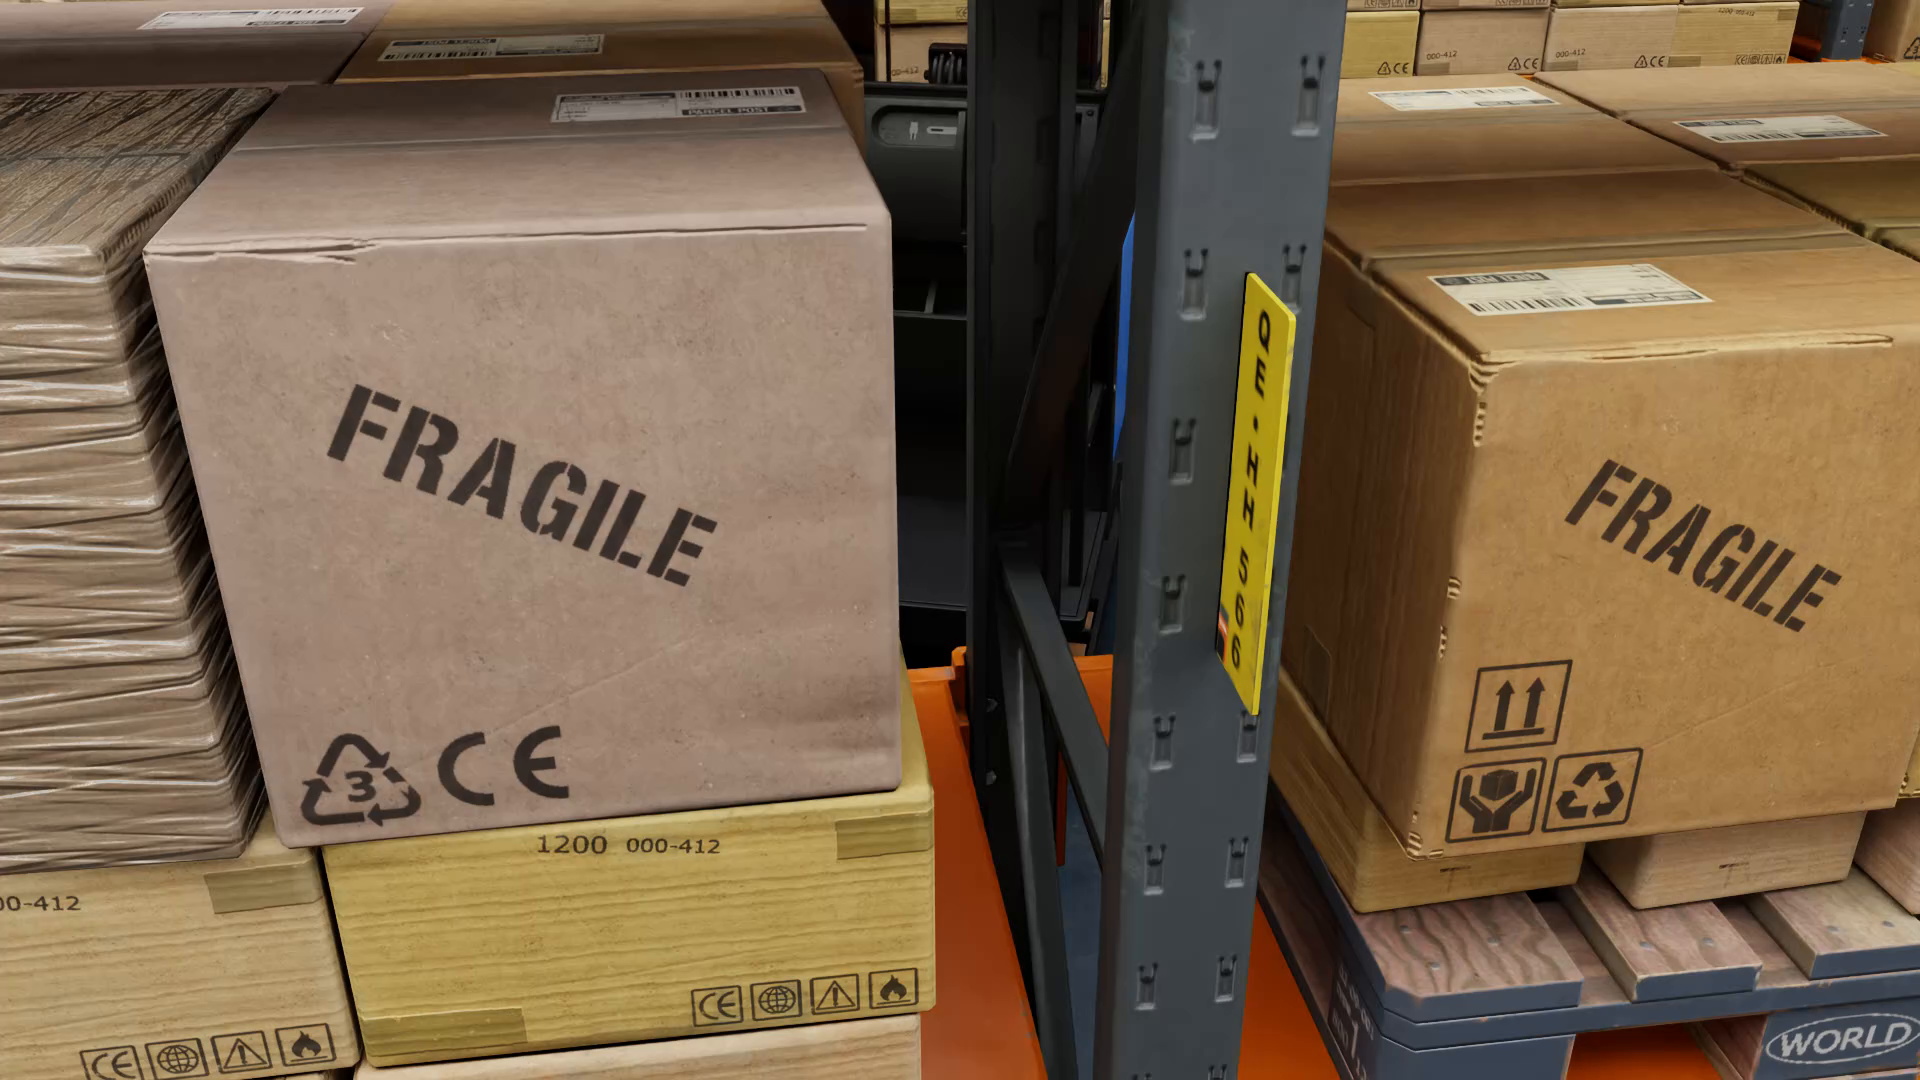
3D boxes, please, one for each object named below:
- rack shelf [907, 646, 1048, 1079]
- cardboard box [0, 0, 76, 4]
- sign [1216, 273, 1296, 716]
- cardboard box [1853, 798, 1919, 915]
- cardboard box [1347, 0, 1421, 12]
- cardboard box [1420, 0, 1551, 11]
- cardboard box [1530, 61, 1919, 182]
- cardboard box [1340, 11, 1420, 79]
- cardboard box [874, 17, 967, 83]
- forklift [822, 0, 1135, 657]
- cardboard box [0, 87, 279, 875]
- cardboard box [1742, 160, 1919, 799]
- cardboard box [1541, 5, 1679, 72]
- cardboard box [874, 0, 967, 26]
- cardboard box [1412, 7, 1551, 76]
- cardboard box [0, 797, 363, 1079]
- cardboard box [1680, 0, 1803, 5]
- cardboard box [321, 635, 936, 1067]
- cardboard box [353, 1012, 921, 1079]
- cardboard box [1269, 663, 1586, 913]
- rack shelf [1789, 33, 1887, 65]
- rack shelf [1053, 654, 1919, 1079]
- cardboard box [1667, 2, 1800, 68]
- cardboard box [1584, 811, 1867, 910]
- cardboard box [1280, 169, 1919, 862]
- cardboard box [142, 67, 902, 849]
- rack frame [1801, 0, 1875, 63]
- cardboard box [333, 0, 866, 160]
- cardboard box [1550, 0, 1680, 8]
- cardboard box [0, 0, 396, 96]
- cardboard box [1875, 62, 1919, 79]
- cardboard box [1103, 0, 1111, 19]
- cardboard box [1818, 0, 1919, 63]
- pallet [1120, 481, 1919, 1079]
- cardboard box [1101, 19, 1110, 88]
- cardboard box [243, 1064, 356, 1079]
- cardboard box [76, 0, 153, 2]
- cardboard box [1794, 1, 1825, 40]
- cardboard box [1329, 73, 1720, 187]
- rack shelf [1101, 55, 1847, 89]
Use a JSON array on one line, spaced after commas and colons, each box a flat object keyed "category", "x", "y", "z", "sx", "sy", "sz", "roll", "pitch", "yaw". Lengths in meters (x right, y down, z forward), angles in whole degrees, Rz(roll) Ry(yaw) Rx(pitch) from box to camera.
[{"category": "rack shelf", "x": -1.840, "y": 0.682, "z": 1.923, "sx": 4.000, "sy": 0.370, "sz": 1.077, "roll": -4, "pitch": 27, "yaw": -7}, {"category": "cardboard box", "x": -3.087, "y": -1.797, "z": 5.653, "sx": 0.258, "sy": 0.266, "sz": 0.396, "roll": -2, "pitch": 27, "yaw": -5}, {"category": "sign", "x": 0.221, "y": -0.030, "z": 1.254, "sx": 0.005, "sy": 0.325, "sz": 0.100, "roll": -4, "pitch": 27, "yaw": -7}, {"category": "cardboard box", "x": 1.050, "y": 0.224, "z": 1.844, "sx": 0.250, "sy": 0.149, "sz": 0.380, "roll": -5, "pitch": 28, "yaw": -10}, {"category": "cardboard box", "x": 1.437, "y": -2.183, "z": 6.335, "sx": 0.500, "sy": 0.250, "sz": 0.500, "roll": -3, "pitch": 27, "yaw": -6}, {"category": "cardboard box", "x": 1.940, "y": -2.207, "z": 6.381, "sx": 0.500, "sy": 0.250, "sz": 0.500, "roll": -3, "pitch": 27, "yaw": -6}, {"category": "cardboard box", "x": 1.062, "y": -0.322, "z": 2.195, "sx": 0.500, "sy": 0.500, "sz": 0.500, "roll": -4, "pitch": 27, "yaw": -8}, {"category": "cardboard box", "x": 1.440, "y": -1.958, "z": 6.444, "sx": 0.500, "sy": 0.250, "sz": 0.500, "roll": -3, "pitch": 27, "yaw": -5}, {"category": "cardboard box", "x": -0.082, "y": -1.860, "z": 6.254, "sx": 0.500, "sy": 0.250, "sz": 0.500, "roll": -4, "pitch": 27, "yaw": -7}, {"category": "forklift", "x": -0.112, "y": -1.023, "z": 4.532, "sx": 1.130, "sy": 2.935, "sz": 3.031, "roll": 5, "pitch": 28, "yaw": 9}, {"category": "cardboard box", "x": -0.842, "y": -0.067, "z": 1.391, "sx": 0.500, "sy": 0.500, "sz": 0.500, "roll": -3, "pitch": 27, "yaw": -6}, {"category": "cardboard box", "x": 1.133, "y": -0.089, "z": 1.743, "sx": 0.500, "sy": 0.500, "sz": 0.500, "roll": -2, "pitch": 27, "yaw": -4}, {"category": "cardboard box", "x": 2.446, "y": -2.012, "z": 6.550, "sx": 0.500, "sy": 0.250, "sz": 0.500, "roll": -4, "pitch": 27, "yaw": -7}, {"category": "cardboard box", "x": -0.078, "y": -2.071, "z": 6.118, "sx": 0.500, "sy": 0.250, "sz": 0.500, "roll": -4, "pitch": 27, "yaw": -7}, {"category": "cardboard box", "x": 1.950, "y": -1.994, "z": 6.515, "sx": 0.500, "sy": 0.250, "sz": 0.500, "roll": -4, "pitch": 27, "yaw": -7}, {"category": "cardboard box", "x": -0.811, "y": 0.259, "z": 1.576, "sx": 0.500, "sy": 0.250, "sz": 0.500, "roll": -4, "pitch": 27, "yaw": -8}, {"category": "cardboard box", "x": 2.955, "y": -2.272, "z": 6.510, "sx": 0.500, "sy": 0.250, "sz": 0.500, "roll": -4, "pitch": 27, "yaw": -8}, {"category": "cardboard box", "x": -0.304, "y": 0.225, "z": 1.643, "sx": 0.500, "sy": 0.250, "sz": 0.500, "roll": -4, "pitch": 27, "yaw": -7}, {"category": "cardboard box", "x": -0.325, "y": 0.451, "z": 1.750, "sx": 0.500, "sy": 0.250, "sz": 0.500, "roll": -5, "pitch": 28, "yaw": -9}, {"category": "cardboard box", "x": 0.488, "y": 0.223, "z": 1.845, "sx": 0.250, "sy": 0.149, "sz": 0.380, "roll": -5, "pitch": 28, "yaw": -10}, {"category": "rack shelf", "x": 5.386, "y": -2.071, "z": 7.288, "sx": 4.000, "sy": 0.370, "sz": 1.077, "roll": -4, "pitch": 27, "yaw": -7}, {"category": "rack shelf", "x": 2.121, "y": 0.427, "z": 2.419, "sx": 4.000, "sy": 0.370, "sz": 1.077, "roll": -4, "pitch": 27, "yaw": -7}, {"category": "cardboard box", "x": 2.943, "y": -2.046, "z": 6.617, "sx": 0.500, "sy": 0.250, "sz": 0.500, "roll": -3, "pitch": 27, "yaw": -6}, {"category": "cardboard box", "x": 0.772, "y": 0.220, "z": 1.850, "sx": 0.250, "sy": 0.149, "sz": 0.380, "roll": -5, "pitch": 28, "yaw": -10}, {"category": "cardboard box", "x": 0.618, "y": -0.053, "z": 1.672, "sx": 0.500, "sy": 0.500, "sz": 0.500, "roll": -4, "pitch": 27, "yaw": -9}, {"category": "cardboard box", "x": -0.335, "y": -0.104, "z": 1.461, "sx": 0.500, "sy": 0.500, "sz": 0.500, "roll": -4, "pitch": 27, "yaw": -9}, {"category": "rack frame", "x": 3.406, "y": -2.263, "z": 6.876, "sx": 0.127, "sy": 3.000, "sz": 1.000, "roll": -4, "pitch": 27, "yaw": -7}, {"category": "cardboard box", "x": -0.382, "y": -0.334, "z": 1.910, "sx": 0.500, "sy": 0.500, "sz": 0.500, "roll": -5, "pitch": 28, "yaw": -9}, {"category": "cardboard box", "x": 2.447, "y": -2.236, "z": 6.439, "sx": 0.500, "sy": 0.250, "sz": 0.500, "roll": -4, "pitch": 27, "yaw": -8}, {"category": "cardboard box", "x": -0.872, "y": -0.298, "z": 1.840, "sx": 0.500, "sy": 0.500, "sz": 0.500, "roll": -4, "pitch": 27, "yaw": -7}, {"category": "cardboard box", "x": 1.562, "y": -0.354, "z": 2.259, "sx": 0.500, "sy": 0.500, "sz": 0.500, "roll": -6, "pitch": 28, "yaw": -11}, {"category": "cardboard box", "x": 0.414, "y": -2.114, "z": 6.201, "sx": 0.500, "sy": 0.250, "sz": 0.500, "roll": -3, "pitch": 27, "yaw": -5}, {"category": "cardboard box", "x": 3.882, "y": -2.218, "z": 6.678, "sx": 0.500, "sy": 0.500, "sz": 0.500, "roll": -4, "pitch": 27, "yaw": -9}, {"category": "pallet", "x": 0.831, "y": 0.226, "z": 2.233, "sx": 1.003, "sy": 0.211, "sz": 1.213, "roll": -4, "pitch": 27, "yaw": -7}, {"category": "cardboard box", "x": 0.417, "y": -1.890, "z": 6.312, "sx": 0.500, "sy": 0.250, "sz": 0.500, "roll": -4, "pitch": 27, "yaw": -8}, {"category": "cardboard box", "x": -0.828, "y": 0.490, "z": 1.673, "sx": 0.500, "sy": 0.250, "sz": 0.500, "roll": -3, "pitch": 27, "yaw": -6}, {"category": "cardboard box", "x": -2.716, "y": -1.999, "z": 5.790, "sx": 0.500, "sy": 0.500, "sz": 0.700, "roll": -4, "pitch": 27, "yaw": -7}, {"category": "cardboard box", "x": 3.813, "y": -2.459, "z": 7.147, "sx": 0.500, "sy": 0.500, "sz": 0.500, "roll": -4, "pitch": 27, "yaw": -7}, {"category": "cardboard box", "x": 0.551, "y": -0.284, "z": 2.122, "sx": 0.500, "sy": 0.500, "sz": 0.500, "roll": -4, "pitch": 27, "yaw": -9}, {"category": "rack shelf", "x": 1.425, "y": -1.816, "z": 6.792, "sx": 4.000, "sy": 0.370, "sz": 1.077, "roll": -4, "pitch": 27, "yaw": -7}]
